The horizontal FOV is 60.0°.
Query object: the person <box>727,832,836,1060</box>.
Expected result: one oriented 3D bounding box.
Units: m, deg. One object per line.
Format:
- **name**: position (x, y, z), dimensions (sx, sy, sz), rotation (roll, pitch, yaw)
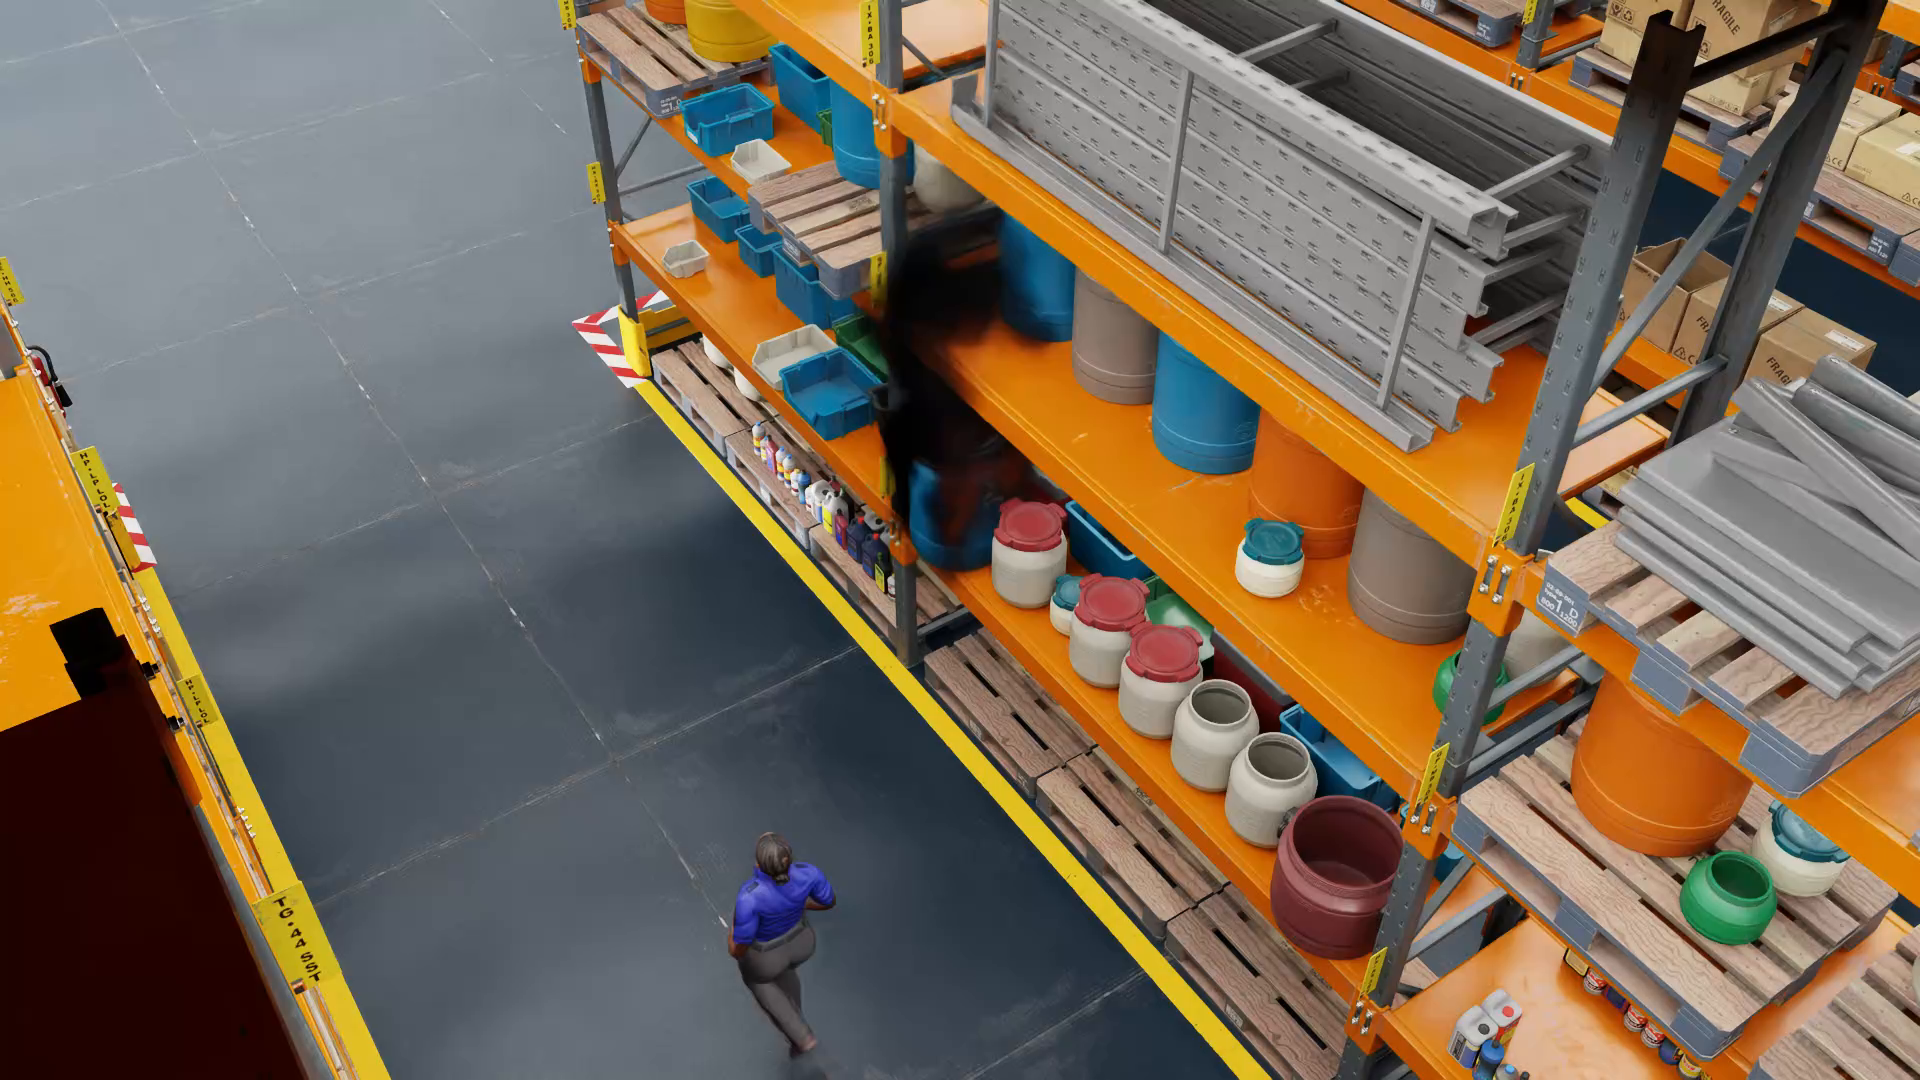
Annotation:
- **person**: position (-0.865, 1.964, 8.017), dimensions (0.575, 1.635, 0.467), rotation (-26, 49, -26)
